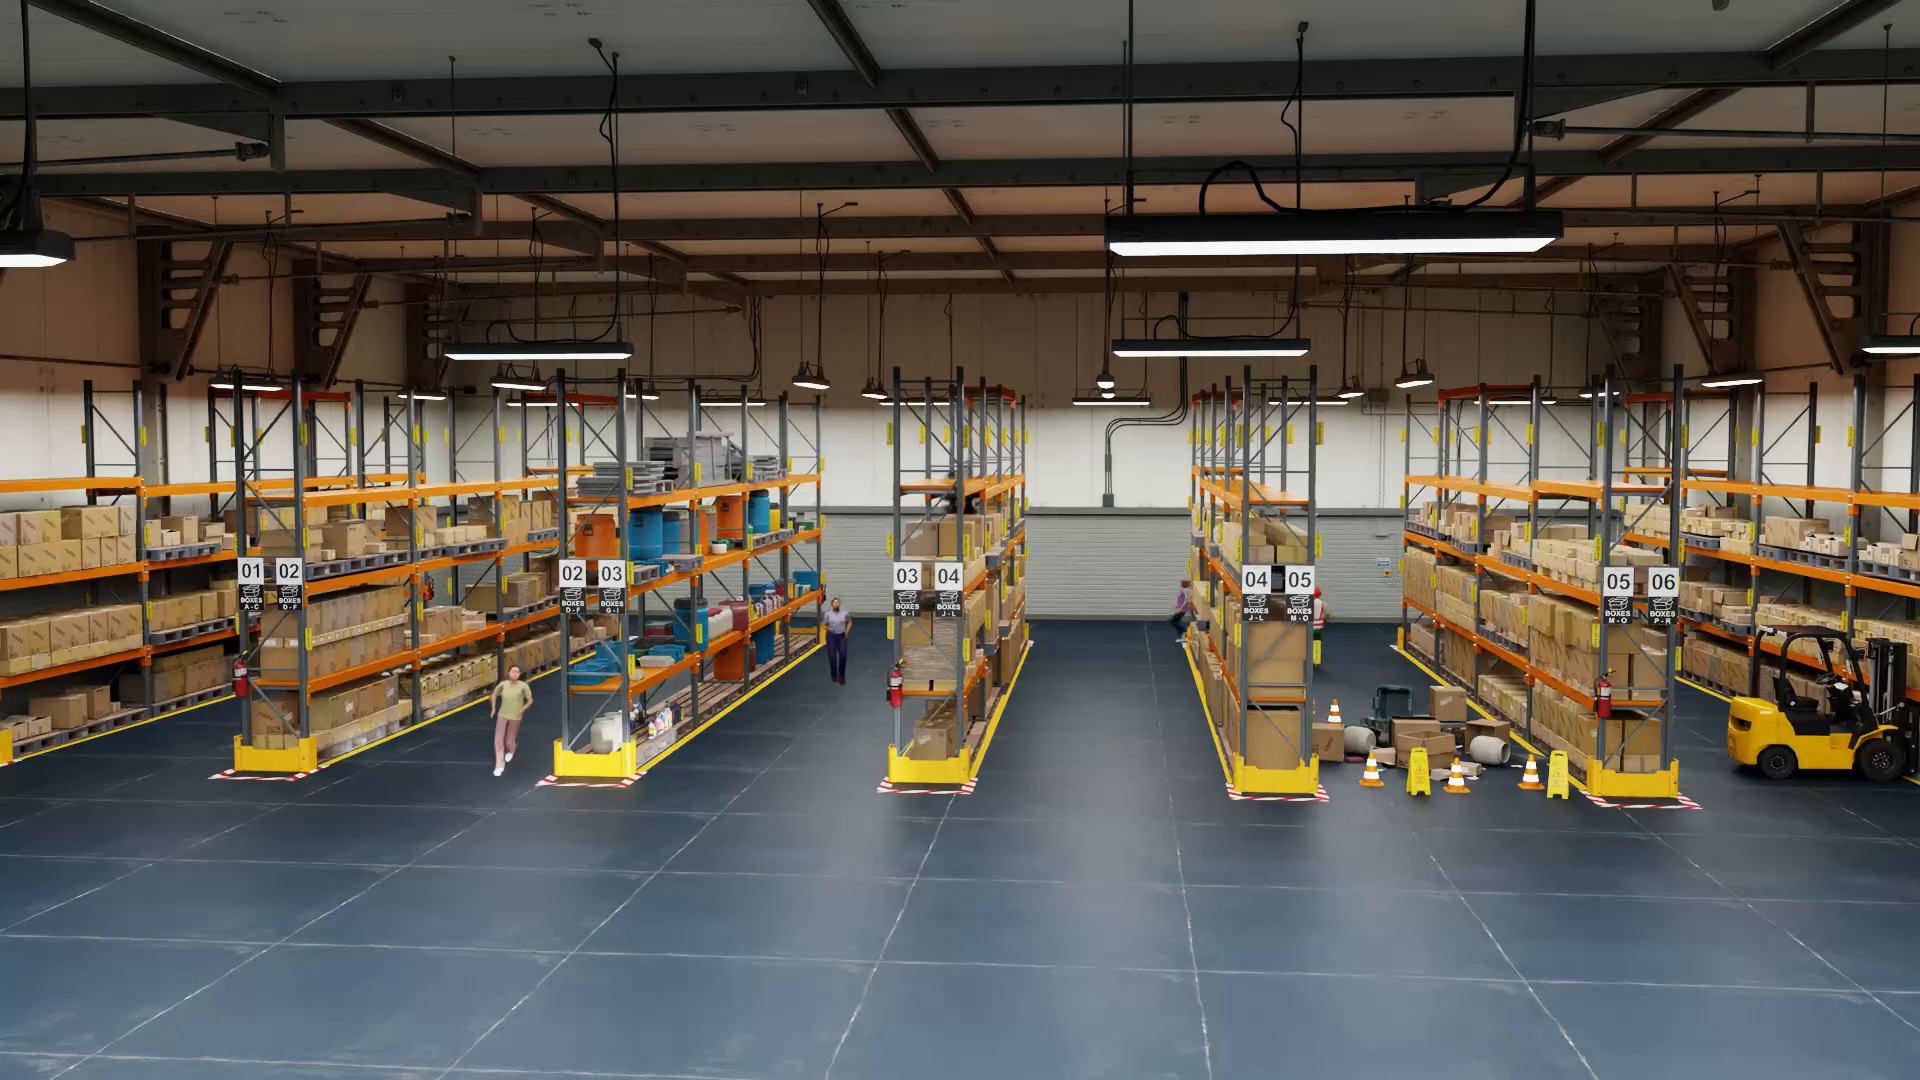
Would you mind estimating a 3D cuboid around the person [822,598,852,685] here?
[{"bbox_3d":[-2.344,1.950,31.814,0.590,1.688,0.583,0,4,-8],"label":"person"}]

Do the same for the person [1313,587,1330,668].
[{"bbox_3d":[7.684,1.887,36.149,0.654,1.744,0.532,0,4,-4],"label":"person"}]

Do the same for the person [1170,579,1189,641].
[{"bbox_3d":[5.355,1.722,40.570,0.453,1.547,0.603,1,4,11],"label":"person"}]

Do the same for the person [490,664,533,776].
[{"bbox_3d":[-6.701,2.664,24.868,0.613,1.642,0.721,0,4,-4],"label":"person"}]
